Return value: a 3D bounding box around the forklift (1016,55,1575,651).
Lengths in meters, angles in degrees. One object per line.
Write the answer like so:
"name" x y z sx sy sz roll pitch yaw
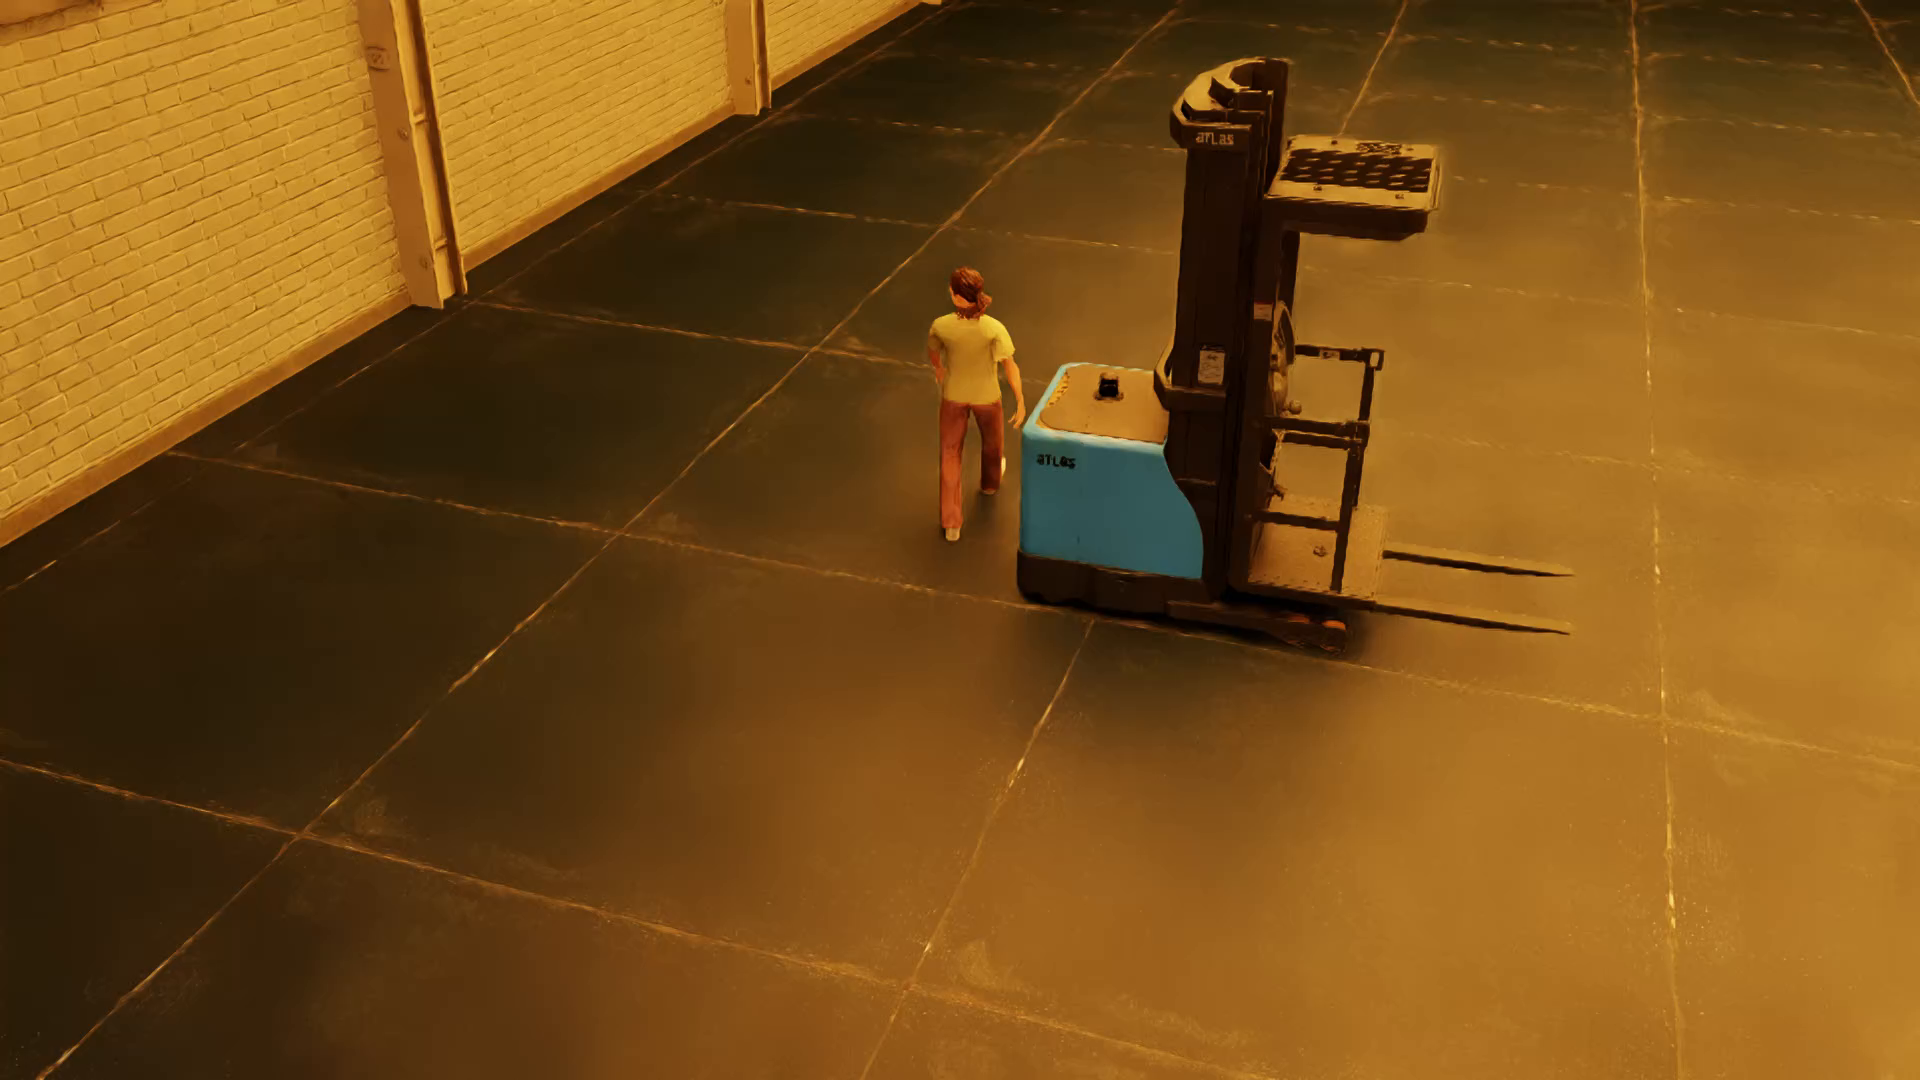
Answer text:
"forklift" 1.898 -0.965 8.830 3.031 2.935 1.130 8 31 14

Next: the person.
"person" 0.107 -0.897 10.042 0.603 1.622 0.890 2 30 4
